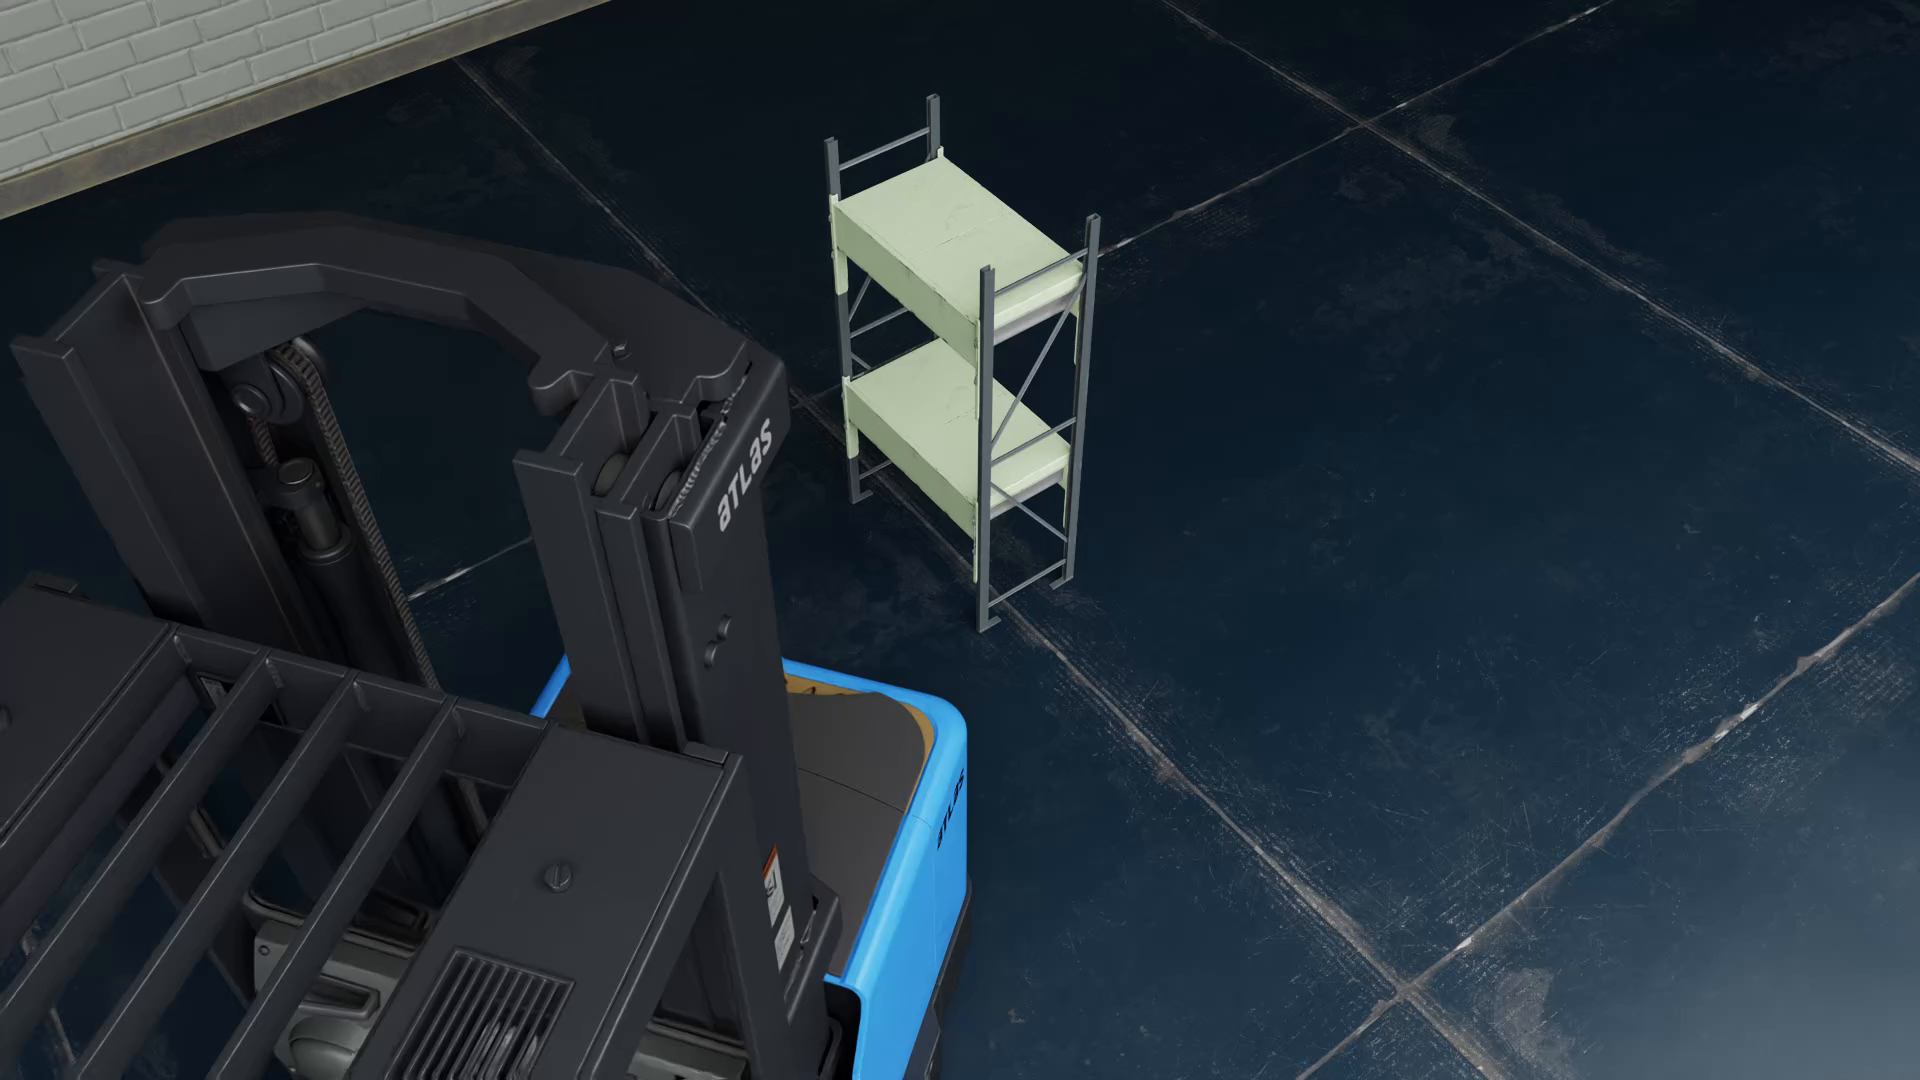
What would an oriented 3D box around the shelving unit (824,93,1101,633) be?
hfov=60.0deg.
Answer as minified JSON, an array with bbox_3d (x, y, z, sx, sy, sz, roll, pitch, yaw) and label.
[{"bbox_3d":[-0.004,-0.508,5.198,0.431,1.500,0.755,-29,54,-24],"label":"shelving unit"}]

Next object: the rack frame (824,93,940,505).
[{"bbox_3d":[-0.226,-0.723,5.394,0.400,1.500,0.023,-29,54,-24],"label":"rack frame"}]

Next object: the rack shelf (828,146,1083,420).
[{"bbox_3d":[-0.004,-0.770,4.909,0.431,0.370,0.720,-29,54,-24],"label":"rack shelf"}]

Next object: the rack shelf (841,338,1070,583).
[{"bbox_3d":[-0.004,-0.289,5.439,0.431,0.370,0.720,-29,54,-24],"label":"rack shelf"}]

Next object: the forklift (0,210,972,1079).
[{"bbox_3d":[-0.886,1.066,2.805,1.130,2.935,3.031,13,49,11],"label":"forklift"}]

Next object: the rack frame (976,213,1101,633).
[{"bbox_3d":[0.218,-0.292,5.002,0.400,1.500,0.023,-29,54,-24],"label":"rack frame"}]
